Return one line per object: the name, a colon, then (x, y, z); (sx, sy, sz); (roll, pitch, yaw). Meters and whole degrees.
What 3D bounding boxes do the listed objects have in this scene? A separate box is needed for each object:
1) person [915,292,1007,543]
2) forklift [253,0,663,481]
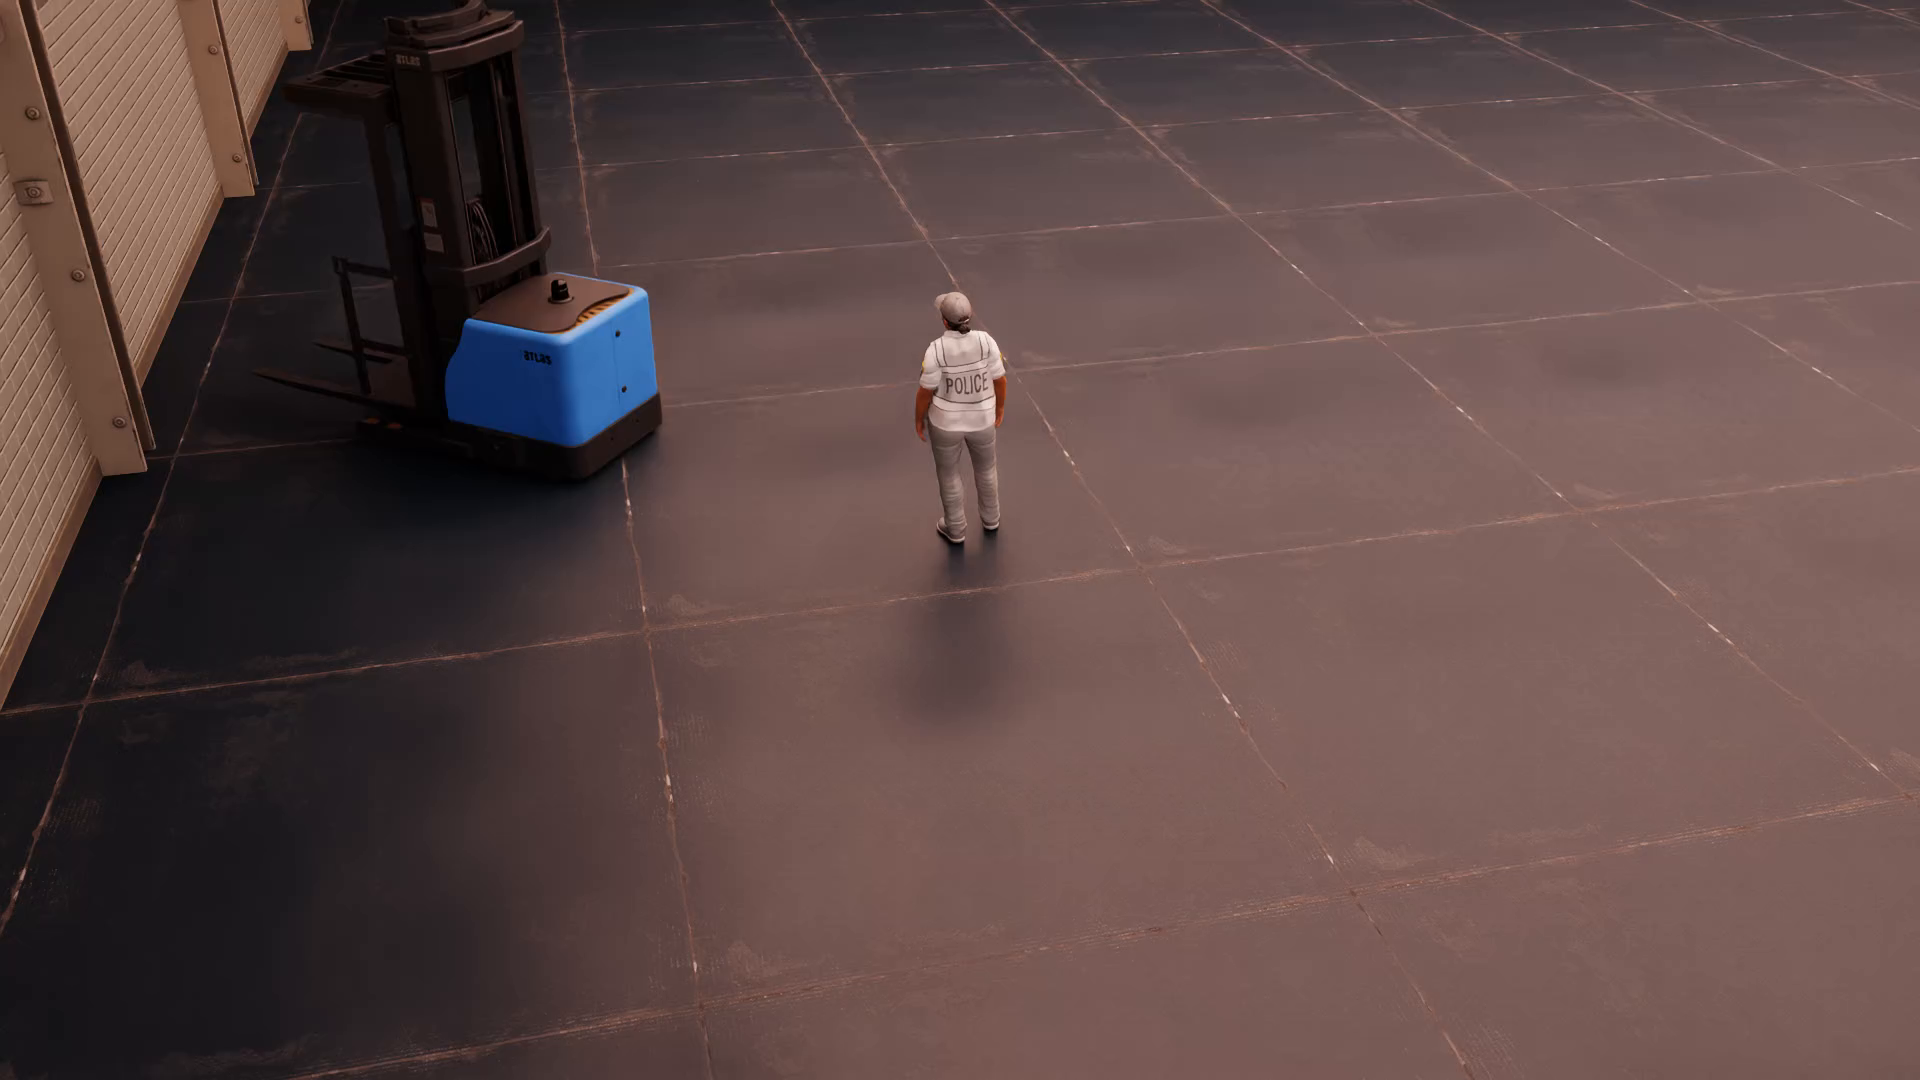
person: (0.004, -0.767, 10.148); (0.598, 1.670, 0.529); (-7, 31, -12)
forklift: (-3.672, -2.146, 11.281); (3.031, 2.935, 1.130); (13, 32, 21)
